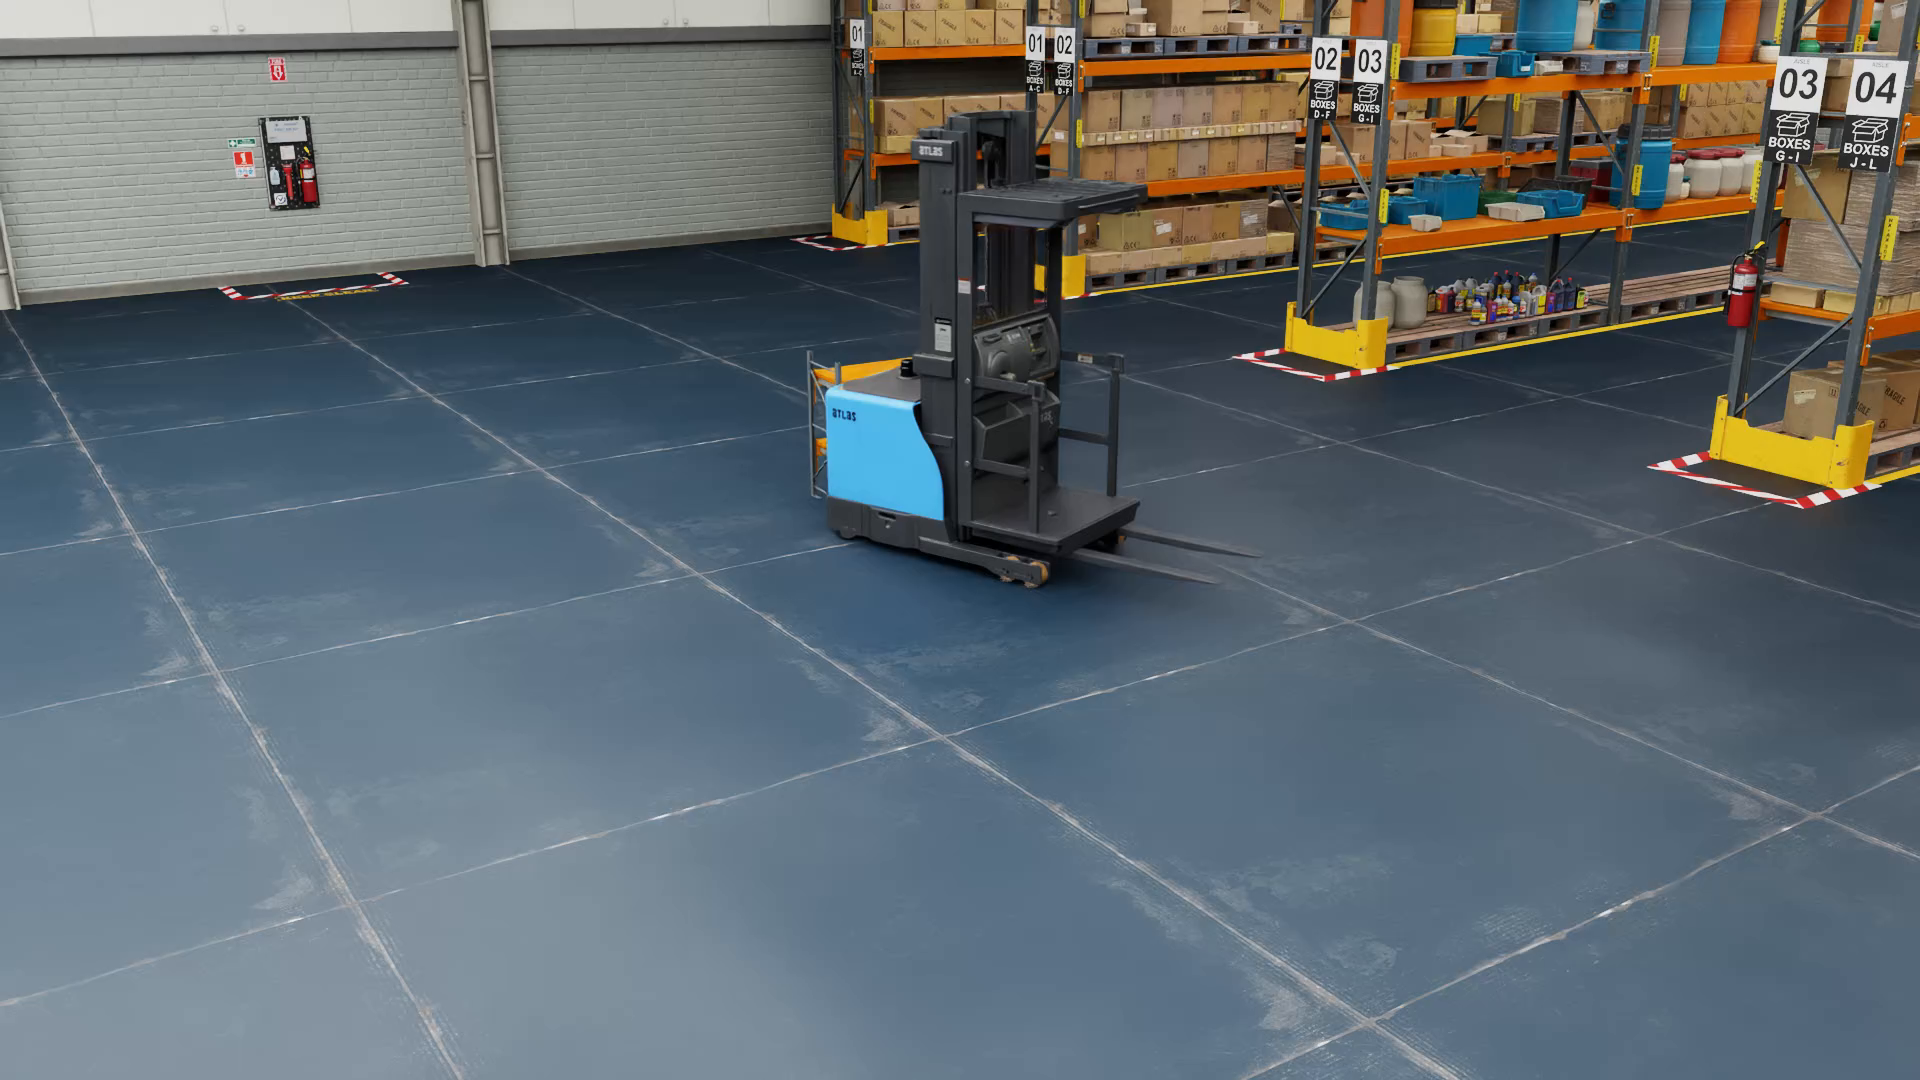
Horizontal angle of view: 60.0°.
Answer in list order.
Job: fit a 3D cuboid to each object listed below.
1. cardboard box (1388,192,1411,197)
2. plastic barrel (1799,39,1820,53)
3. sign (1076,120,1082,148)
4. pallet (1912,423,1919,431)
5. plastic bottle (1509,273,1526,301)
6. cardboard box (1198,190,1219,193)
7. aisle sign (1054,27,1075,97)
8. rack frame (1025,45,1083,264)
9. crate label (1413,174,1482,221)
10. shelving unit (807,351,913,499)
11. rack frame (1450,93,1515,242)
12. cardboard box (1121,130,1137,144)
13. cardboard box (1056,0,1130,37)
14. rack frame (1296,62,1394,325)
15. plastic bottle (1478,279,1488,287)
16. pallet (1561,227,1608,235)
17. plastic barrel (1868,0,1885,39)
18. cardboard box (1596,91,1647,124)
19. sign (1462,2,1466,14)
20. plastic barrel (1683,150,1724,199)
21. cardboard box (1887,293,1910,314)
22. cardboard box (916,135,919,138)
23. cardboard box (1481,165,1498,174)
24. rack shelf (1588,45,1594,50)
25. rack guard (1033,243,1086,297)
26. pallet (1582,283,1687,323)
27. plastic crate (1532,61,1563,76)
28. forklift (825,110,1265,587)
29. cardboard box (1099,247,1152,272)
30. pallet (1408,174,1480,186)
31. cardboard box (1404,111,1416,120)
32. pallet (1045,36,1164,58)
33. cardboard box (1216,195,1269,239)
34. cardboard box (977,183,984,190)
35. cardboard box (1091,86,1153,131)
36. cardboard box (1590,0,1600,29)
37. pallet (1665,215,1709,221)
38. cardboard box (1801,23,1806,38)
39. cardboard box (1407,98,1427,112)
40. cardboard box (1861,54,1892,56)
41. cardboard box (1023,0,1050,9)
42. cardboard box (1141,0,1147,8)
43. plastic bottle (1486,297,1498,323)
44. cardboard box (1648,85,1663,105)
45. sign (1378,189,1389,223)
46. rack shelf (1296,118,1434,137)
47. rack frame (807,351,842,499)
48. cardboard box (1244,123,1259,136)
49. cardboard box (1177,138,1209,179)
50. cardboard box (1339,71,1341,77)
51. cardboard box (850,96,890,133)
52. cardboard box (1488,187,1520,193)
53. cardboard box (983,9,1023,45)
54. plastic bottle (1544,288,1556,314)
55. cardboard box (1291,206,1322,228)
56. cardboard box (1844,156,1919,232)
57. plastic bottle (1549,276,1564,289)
[{"bbox_3d":[6.366,-5.000,24.614,0.500,0.311,0.500,-13,22,-33],"label":"cardboard box"},{"bbox_3d":[10.369,-6.001,20.370,0.294,0.245,0.294,0,19,0],"label":"plastic barrel"},{"bbox_3d":[1.445,-4.925,20.154,0.005,0.325,0.100,-12,22,-31],"label":"sign"},{"bbox_3d":[8.369,-1.016,14.421,1.213,0.211,1.003,-12,22,-31],"label":"pallet"},{"bbox_3d":[6.383,-2.890,19.058,0.185,0.351,0.144,-12,22,-31],"label":"plastic bottle"},{"bbox_3d":[4.032,-6.184,28.570,0.500,0.500,0.700,-12,22,-31],"label":"cardboard box"},{"bbox_3d":[1.258,-5.765,20.055,0.004,0.787,0.394,-12,22,-31],"label":"aisle sign"},{"bbox_3d":[1.144,-4.627,20.747,0.127,3.000,1.000,-12,22,-31],"label":"rack frame"},{"bbox_3d":[5.254,-3.715,17.994,0.616,0.435,0.502,-12,22,-31],"label":"crate label"},{"bbox_3d":[-0.566,-0.895,12.635,1.048,1.125,0.538,-11,22,-30],"label":"shelving unit"},{"bbox_3d":[7.826,-6.036,24.916,0.127,3.000,1.000,-12,22,-31],"label":"rack frame"},{"bbox_3d":[2.019,-5.084,20.930,0.250,0.149,0.380,-12,22,-31],"label":"cardboard box"},{"bbox_3d":[1.627,-6.462,20.457,0.637,0.503,0.797,-10,21,-28],"label":"cardboard box"},{"bbox_3d":[3.866,-3.301,16.827,0.127,3.000,1.000,-12,22,-31],"label":"rack frame"},{"bbox_3d":[5.985,-2.845,19.031,0.133,0.283,0.061,-11,21,-29],"label":"plastic bottle"},{"bbox_3d":[9.488,-5.050,26.353,1.213,0.211,1.003,-12,22,-31],"label":"pallet"},{"bbox_3d":[11.945,-6.747,21.468,0.433,0.535,0.433,0,19,0],"label":"plastic barrel"},{"bbox_3d":[10.648,-6.963,26.847,0.700,0.500,0.500,14,23,35],"label":"cardboard box"},{"bbox_3d":[7.529,-7.848,24.783,0.005,0.325,0.100,-12,22,-31],"label":"sign"},{"bbox_3d":[8.739,-4.309,19.596,0.433,0.535,0.433,0,19,0],"label":"plastic barrel"},{"bbox_3d":[7.178,-1.883,13.023,0.250,0.149,0.380,-12,22,-31],"label":"cardboard box"},{"bbox_3d":[-0.575,-5.986,24.971,0.500,0.250,0.500,-13,22,-33],"label":"cardboard box"},{"bbox_3d":[9.971,-7.361,32.083,0.500,0.500,0.700,-11,22,-30],"label":"cardboard box"},{"bbox_3d":[9.496,-7.469,25.592,4.000,0.370,1.077,-12,22,-31],"label":"rack shelf"},{"bbox_3d":[1.124,-3.439,21.135,0.348,0.500,1.175,-12,22,-31],"label":"rack guard"},{"bbox_3d":[7.841,-2.834,19.797,1.213,0.211,1.003,-12,22,-31],"label":"pallet"},{"bbox_3d":[6.088,-4.911,17.316,0.396,0.136,0.243,-12,22,-31],"label":"plastic crate"},{"bbox_3d":[0.548,-1.273,10.934,3.031,2.935,1.130,13,22,33],"label":"forklift"},{"bbox_3d":[2.130,-3.647,21.487,0.500,0.250,0.500,-12,22,-31],"label":"cardboard box"},{"bbox_3d":[9.117,-6.857,31.698,1.213,0.211,1.003,-12,22,-31],"label":"pallet"},{"bbox_3d":[8.115,-7.769,30.404,0.250,0.149,0.380,-11,22,-30],"label":"cardboard box"},{"bbox_3d":[1.749,-6.124,20.629,1.213,0.211,1.003,-12,22,-31],"label":"pallet"},{"bbox_3d":[3.794,-4.358,22.419,0.500,0.500,0.500,-12,22,-31],"label":"cardboard box"},{"bbox_3d":[0.161,-5.290,25.924,0.500,0.500,0.700,-14,23,-35],"label":"cardboard box"},{"bbox_3d":[2.022,-5.471,21.063,0.500,0.500,0.700,-13,22,-33],"label":"cardboard box"},{"bbox_3d":[9.593,-8.151,25.519,0.600,0.600,0.600,-13,23,-34],"label":"cardboard box"},{"bbox_3d":[11.741,-5.540,27.803,1.213,0.211,1.003,-12,22,-31],"label":"pallet"},{"bbox_3d":[13.800,-8.549,27.899,0.500,0.250,0.500,-12,22,-31],"label":"cardboard box"},{"bbox_3d":[8.192,-8.114,30.410,0.500,0.500,0.500,-12,22,-32],"label":"cardboard box"},{"bbox_3d":[6.932,-3.662,12.822,0.250,0.149,0.380,-13,22,-33],"label":"cardboard box"},{"bbox_3d":[1.034,-8.347,25.318,0.500,0.500,0.500,-11,21,-28],"label":"cardboard box"},{"bbox_3d":[3.288,-8.615,27.049,0.500,0.500,0.500,-13,23,-33],"label":"cardboard box"},{"bbox_3d":[5.750,-2.494,17.993,0.133,0.283,0.061,-11,22,-31],"label":"plastic bottle"},{"bbox_3d":[11.447,-7.420,27.292,0.500,0.500,0.500,-12,22,-31],"label":"cardboard box"},{"bbox_3d":[4.165,-3.285,16.345,0.005,0.325,0.100,-12,22,-31],"label":"sign"},{"bbox_3d":[6.769,-7.372,29.990,4.000,0.370,1.077,-12,22,-31],"label":"rack shelf"},{"bbox_3d":[-1.000,-0.810,12.384,0.032,1.125,0.500,-11,22,-30],"label":"rack frame"},{"bbox_3d":[3.732,-5.445,21.997,0.250,0.149,0.380,-12,22,-32],"label":"cardboard box"},{"bbox_3d":[2.833,-5.027,21.773,0.500,0.500,0.700,-11,22,-30],"label":"cardboard box"},{"bbox_3d":[6.483,-8.108,29.223,0.500,0.250,0.500,-12,22,-31],"label":"cardboard box"},{"bbox_3d":[-1.306,-6.385,24.979,0.500,0.500,0.500,-12,22,-32],"label":"cardboard box"},{"bbox_3d":[8.363,-5.064,25.257,0.500,0.500,0.500,-11,22,-29],"label":"cardboard box"},{"bbox_3d":[0.600,-7.785,25.218,0.500,0.500,0.500,-13,23,-33],"label":"cardboard box"},{"bbox_3d":[6.554,-2.663,18.494,0.133,0.283,0.061,-10,21,-28],"label":"plastic bottle"},{"bbox_3d":[4.967,-4.500,23.133,0.500,0.311,0.500,-12,22,-31],"label":"cardboard box"},{"bbox_3d":[7.199,-2.663,12.755,0.500,0.500,0.500,-12,22,-31],"label":"cardboard box"},{"bbox_3d":[6.748,-2.808,18.815,0.185,0.351,0.144,-12,22,-31],"label":"plastic bottle"}]
